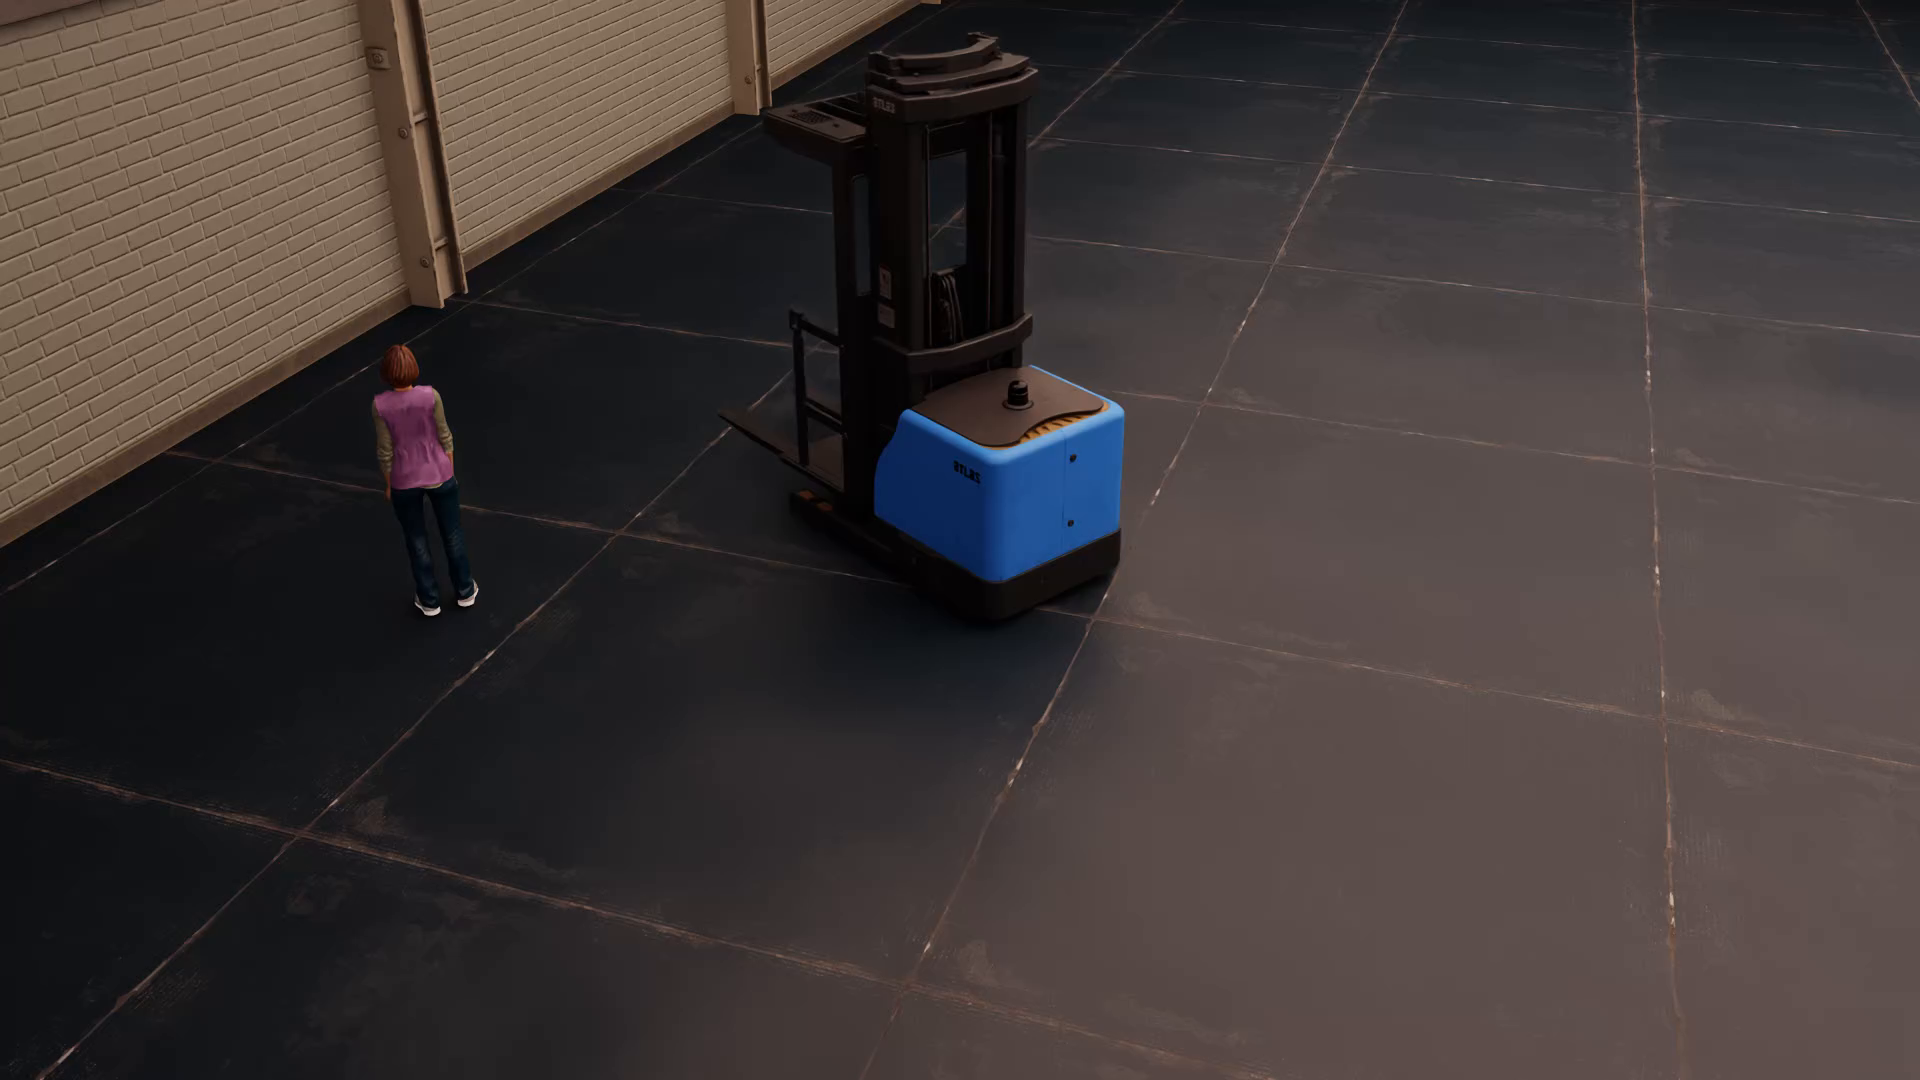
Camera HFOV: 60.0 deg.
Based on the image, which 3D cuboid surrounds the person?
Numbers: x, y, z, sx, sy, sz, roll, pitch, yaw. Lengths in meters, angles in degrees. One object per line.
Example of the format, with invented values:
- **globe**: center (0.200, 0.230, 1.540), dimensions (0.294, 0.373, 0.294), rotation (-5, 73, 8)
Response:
- **person**: center (-2.930, -0.318, 9.055), dimensions (0.411, 1.587, 0.331), rotation (-12, 32, -21)

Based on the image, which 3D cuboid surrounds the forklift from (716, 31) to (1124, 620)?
- **forklift**: center (-0.406, -1.485, 9.741), dimensions (1.130, 2.935, 3.031), rotation (-23, 37, -34)
